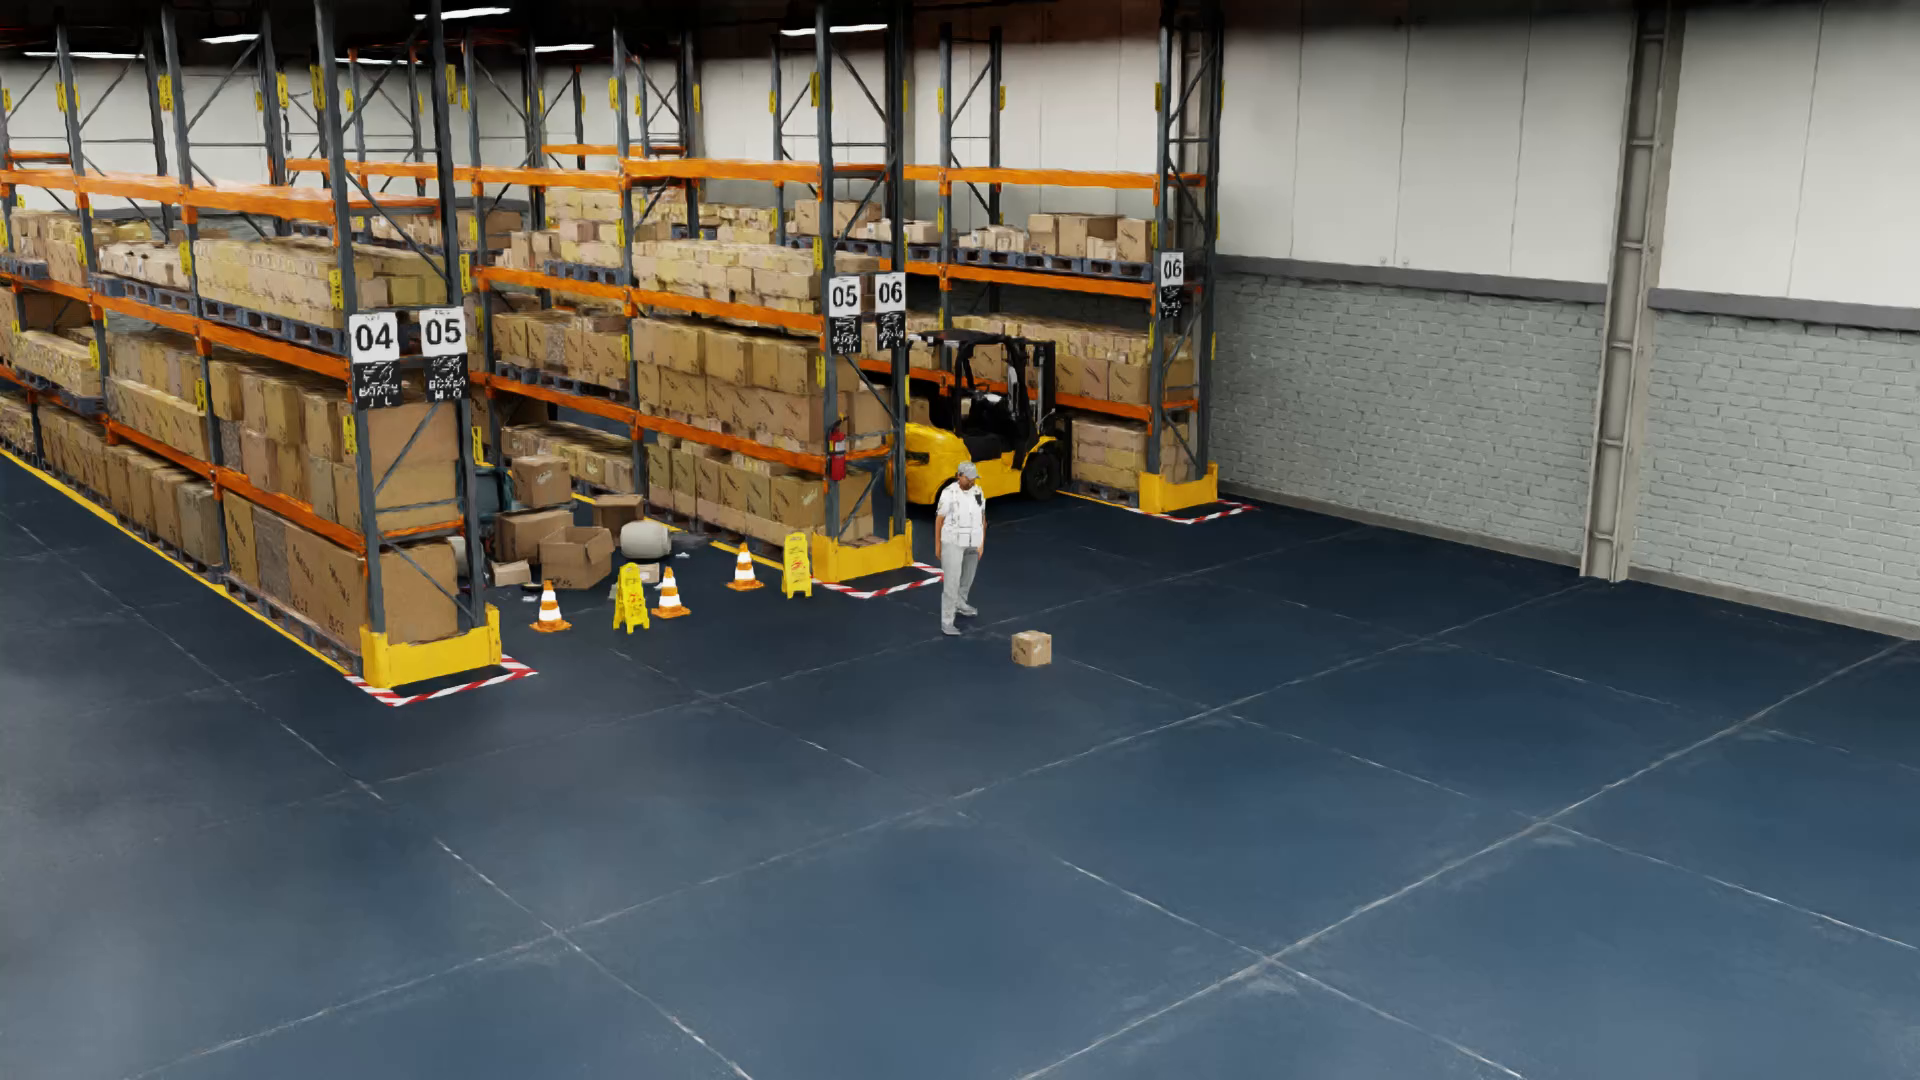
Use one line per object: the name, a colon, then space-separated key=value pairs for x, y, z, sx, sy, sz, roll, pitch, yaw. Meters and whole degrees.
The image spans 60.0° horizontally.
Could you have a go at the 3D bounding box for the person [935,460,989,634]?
person: x=-0.011 y=0.024 z=15.950 sx=0.599 sy=1.619 sz=0.775 roll=-8 pitch=16 yaw=-29
